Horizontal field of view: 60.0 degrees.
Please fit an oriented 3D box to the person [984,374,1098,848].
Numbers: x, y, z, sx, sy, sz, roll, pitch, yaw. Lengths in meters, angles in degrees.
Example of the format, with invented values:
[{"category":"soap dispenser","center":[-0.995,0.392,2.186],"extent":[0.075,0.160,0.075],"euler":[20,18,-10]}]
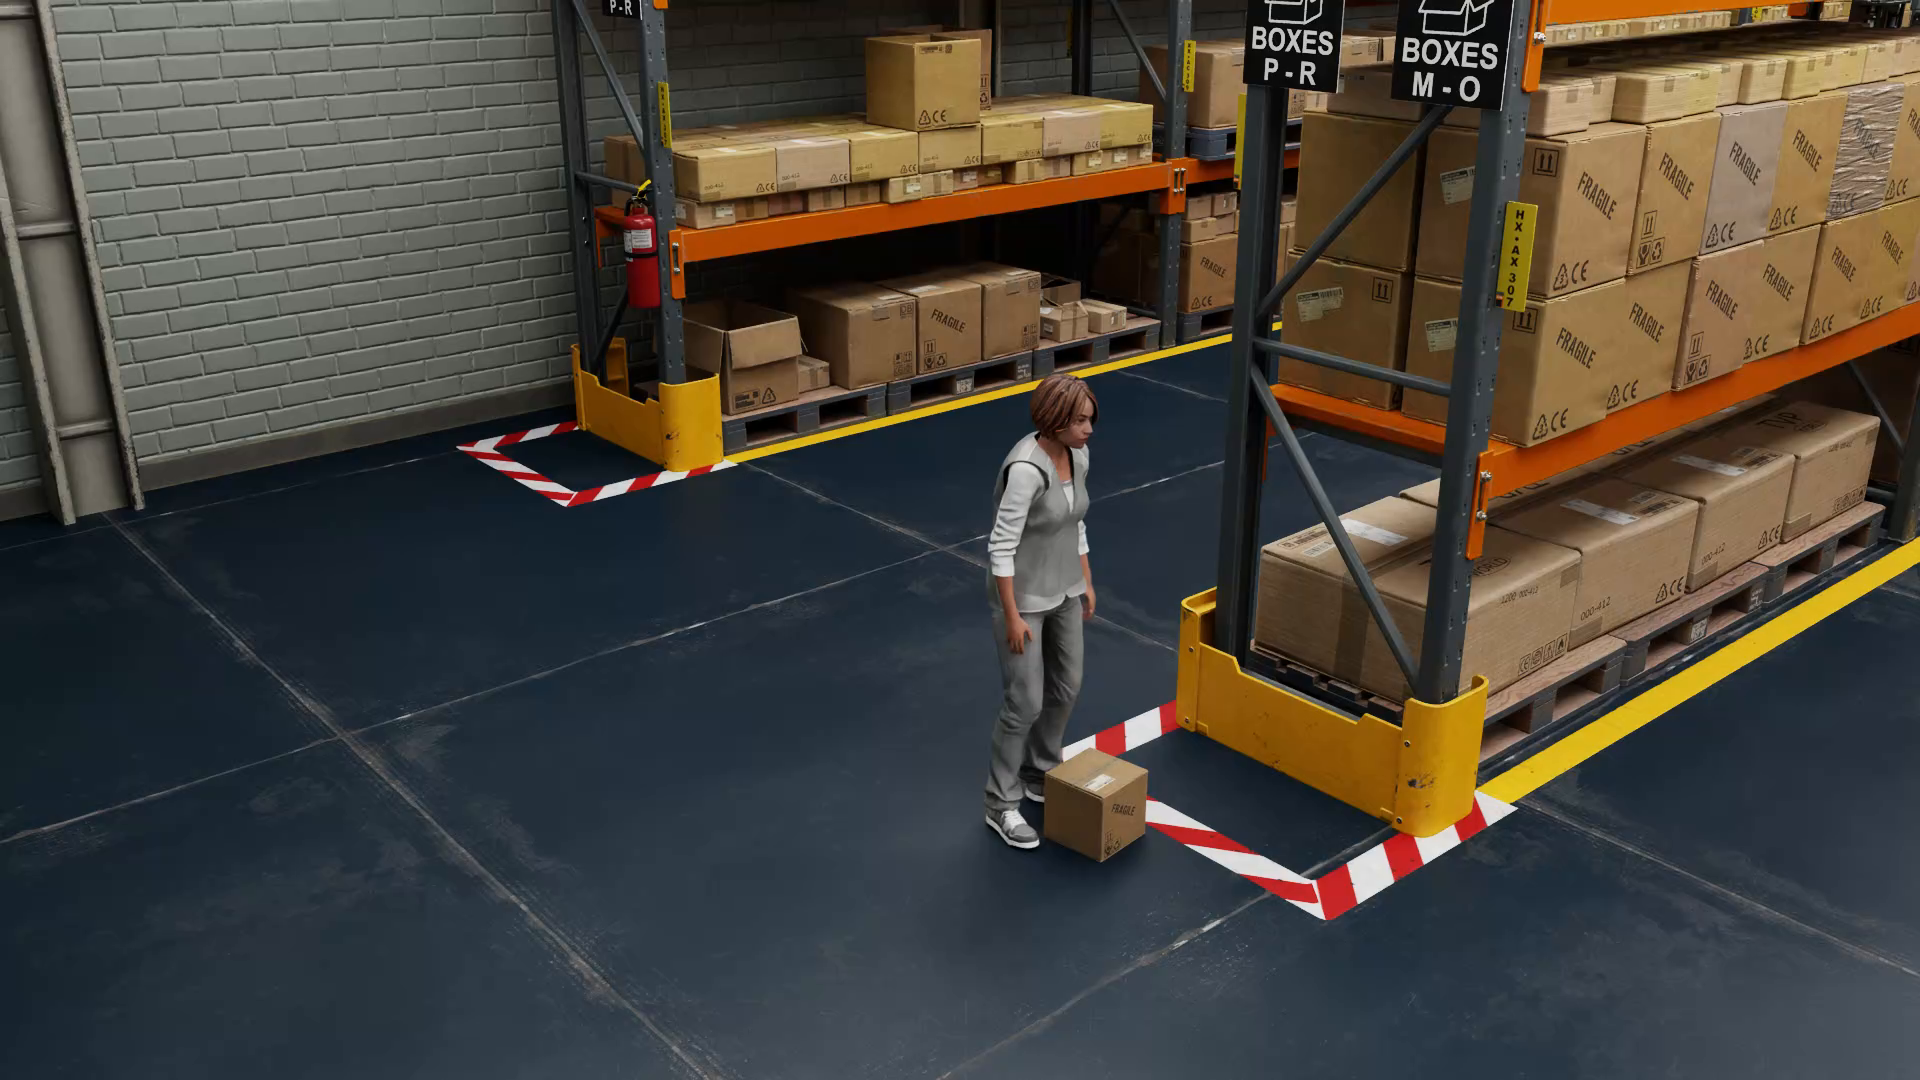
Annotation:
[{"category":"person","center":[0.271,0.214,5.547],"extent":[0.341,1.594,0.484],"euler":[17,27,37]}]
